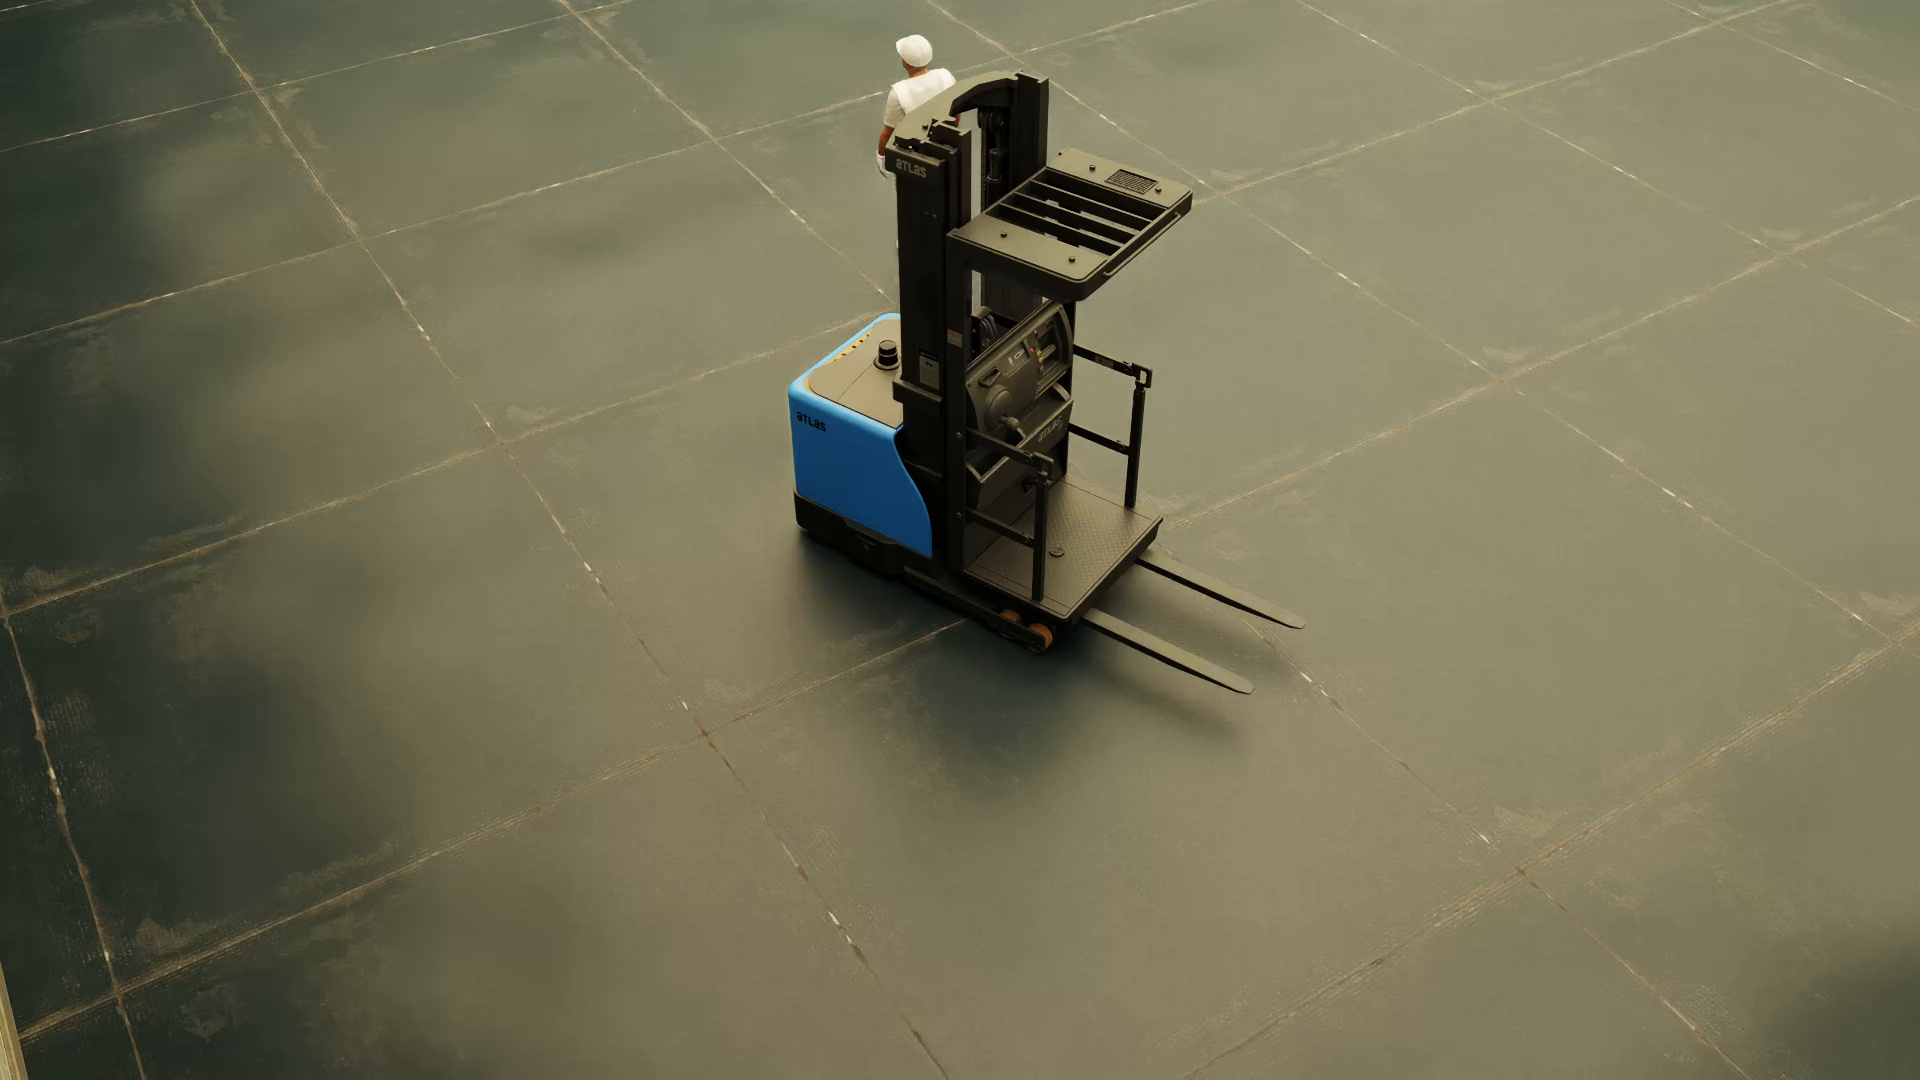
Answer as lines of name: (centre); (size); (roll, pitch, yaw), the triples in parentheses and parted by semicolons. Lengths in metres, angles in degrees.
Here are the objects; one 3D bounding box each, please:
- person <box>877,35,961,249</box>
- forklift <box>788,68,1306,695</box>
person: (-0.329, -2.844, 11.987); (0.656, 1.785, 0.575); (-21, 45, -22)
forklift: (0.496, -0.872, 8.869); (3.031, 2.935, 1.130); (25, 47, 26)
